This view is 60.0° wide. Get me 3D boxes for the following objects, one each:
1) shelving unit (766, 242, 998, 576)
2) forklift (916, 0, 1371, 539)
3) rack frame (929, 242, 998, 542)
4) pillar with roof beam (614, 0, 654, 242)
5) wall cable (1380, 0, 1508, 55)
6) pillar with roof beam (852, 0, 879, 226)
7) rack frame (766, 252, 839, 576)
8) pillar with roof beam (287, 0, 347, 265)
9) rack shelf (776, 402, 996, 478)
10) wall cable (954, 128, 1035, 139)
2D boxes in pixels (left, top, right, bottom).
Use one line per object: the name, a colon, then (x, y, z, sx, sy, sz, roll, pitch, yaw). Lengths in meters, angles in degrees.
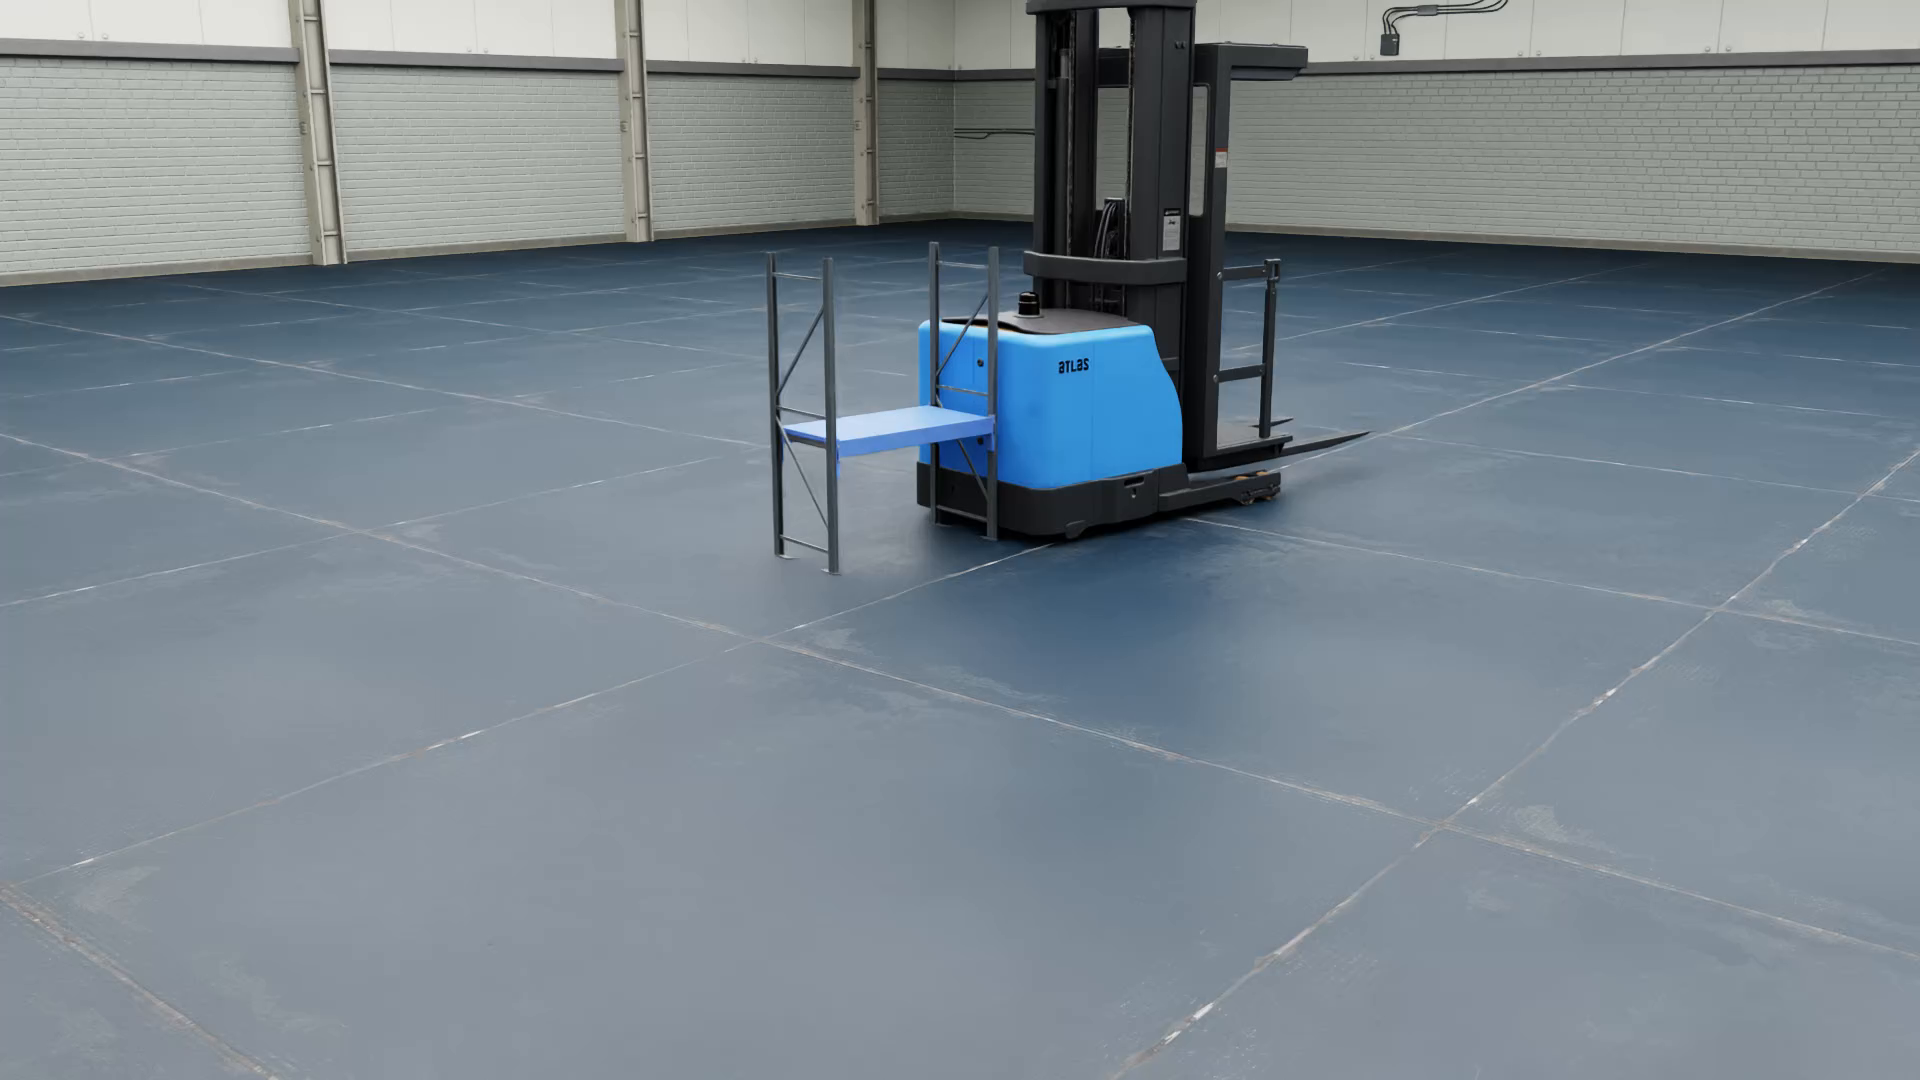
shelving unit: (-0.368, -0.685, 8.272, 1.048, 1.500, 0.538, -12, 19, -39)
forklift: (1.207, -1.703, 9.373, 3.031, 2.935, 1.130, -12, 19, -39)
rack frame: (0.016, -0.767, 8.594, 0.032, 1.500, 0.500, -12, 19, -39)
pillar with roof beam: (-2.318, -8.981, 25.701, 9.100, 9.000, 0.400, 11, 18, 38)
wall cable: (8.359, -11.332, 28.048, 2.305, 6.003, 0.169, 11, 18, 38)
pillar with roof beam: (1.453, -10.130, 30.224, 9.100, 9.000, 0.400, 11, 18, 38)
rack frame: (-0.753, -0.603, 7.950, 0.032, 1.500, 0.500, -12, 19, -39)
pillar with roof beam: (-6.089, -7.832, 21.178, 9.100, 9.000, 0.400, 11, 18, 38)
rack shelf: (-0.368, -0.510, 8.316, 1.000, 0.185, 0.538, -12, 19, -39)
wall cable: (0.985, -9.651, 34.644, 3.097, 2.526, 0.112, 11, 18, 38)
